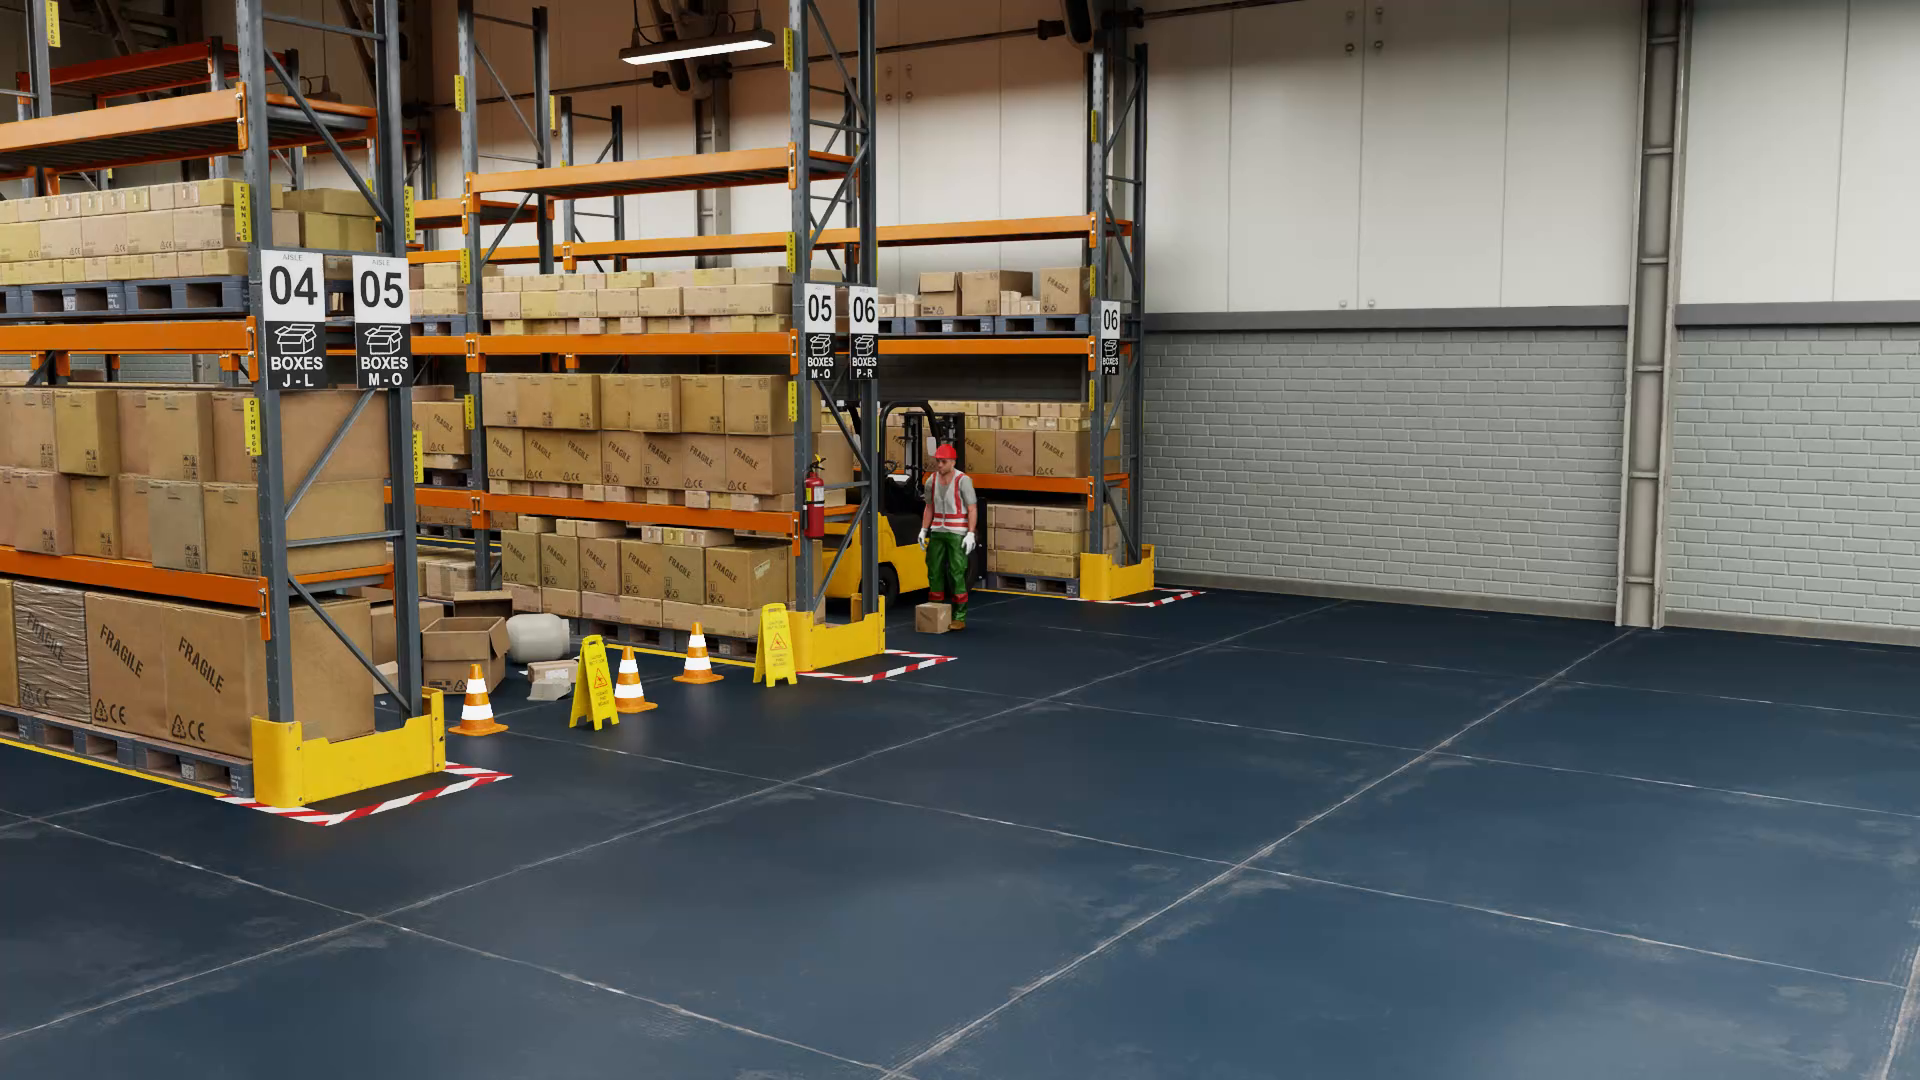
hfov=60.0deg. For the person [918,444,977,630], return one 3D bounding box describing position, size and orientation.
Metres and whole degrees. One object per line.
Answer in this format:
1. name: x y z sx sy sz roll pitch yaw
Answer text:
1. person: -0.122 -0.034 15.960 0.621 1.779 0.453 4 7 32
